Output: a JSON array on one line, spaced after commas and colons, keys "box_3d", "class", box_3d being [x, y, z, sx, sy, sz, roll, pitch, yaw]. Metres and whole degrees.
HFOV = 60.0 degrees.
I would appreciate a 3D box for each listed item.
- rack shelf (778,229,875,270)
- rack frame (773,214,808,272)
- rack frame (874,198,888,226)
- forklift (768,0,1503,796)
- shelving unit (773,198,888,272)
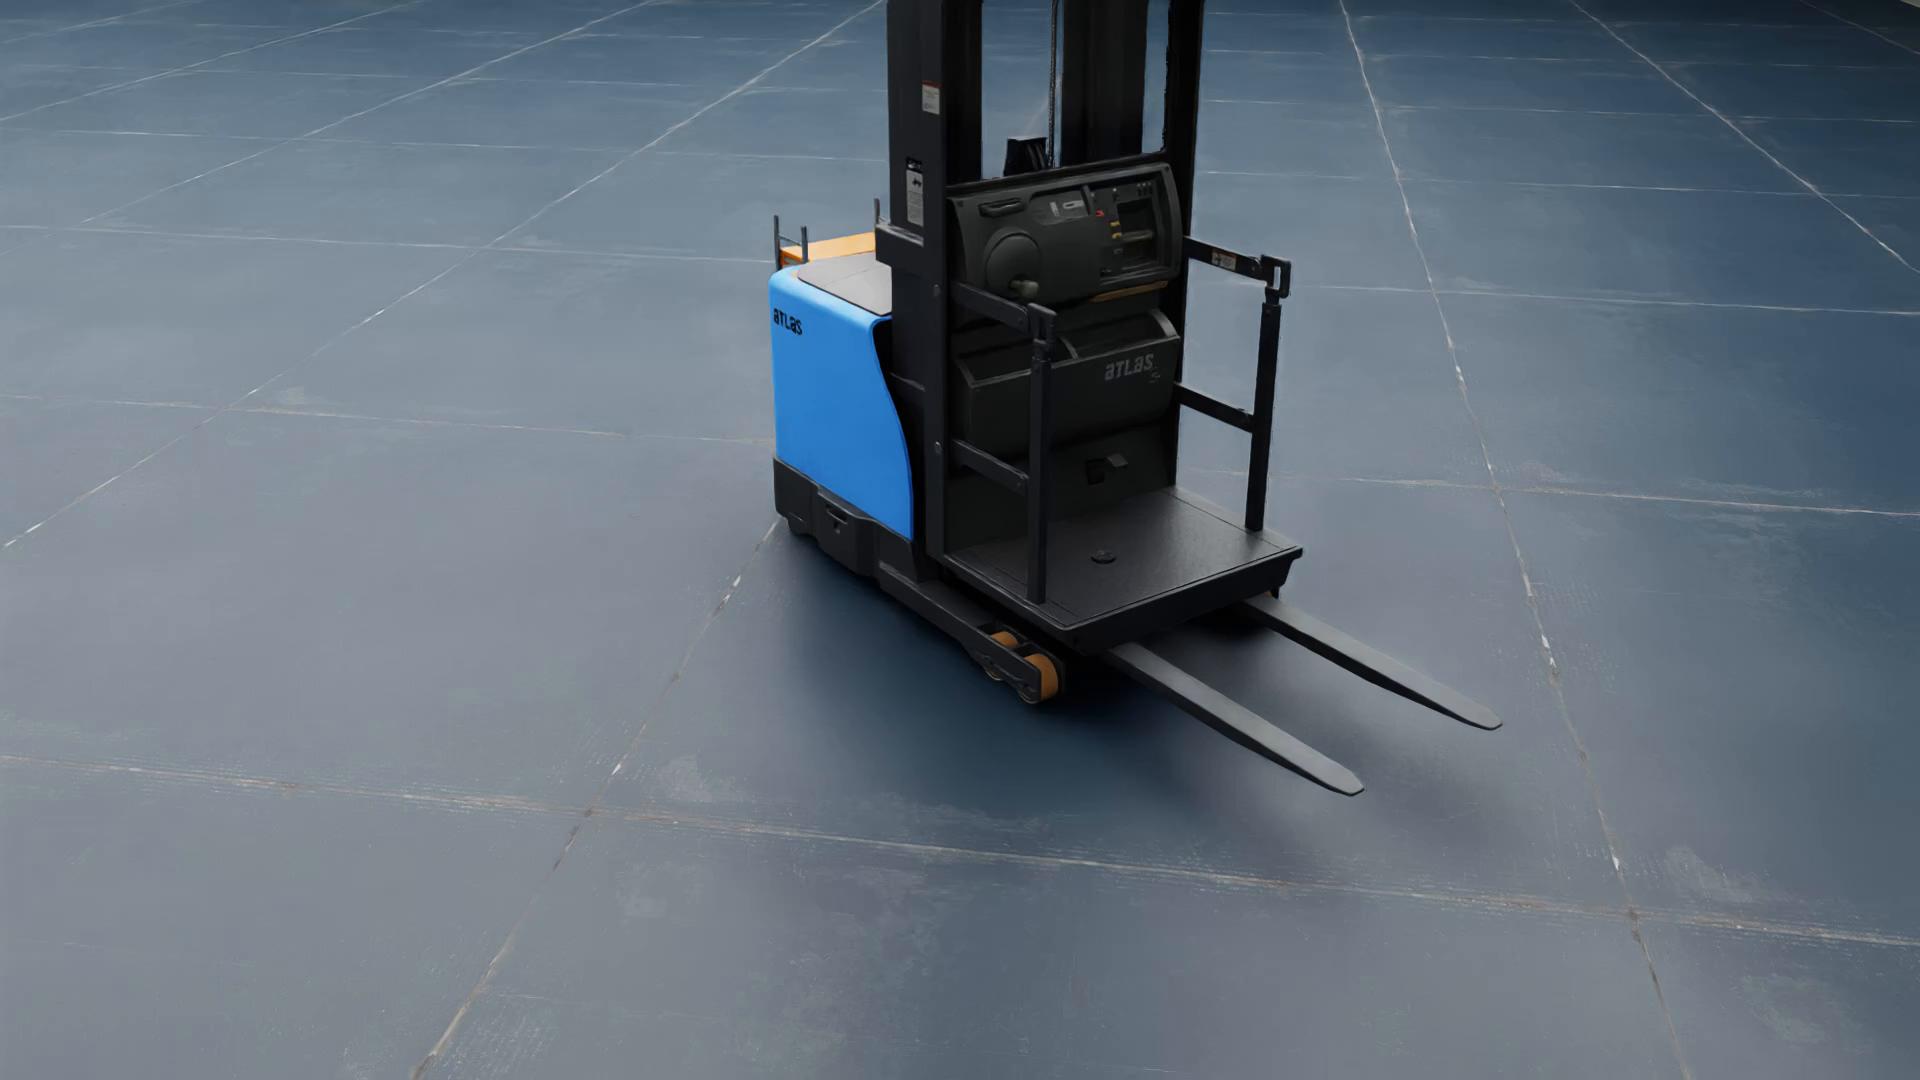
[{"box_3d": [-0.483, -1.150, 6.865, 0.480, 0.148, 0.258, -17, 30, -32], "class": "rack shelf"}, {"box_3d": [-0.681, -0.734, 6.902, 0.015, 1.200, 0.240, -17, 30, -32], "class": "rack frame"}, {"box_3d": [-0.285, -0.855, 7.161, 0.015, 1.200, 0.240, -17, 30, -32], "class": "rack frame"}, {"box_3d": [0.500, -1.011, 5.454, 1.130, 2.935, 3.031, -17, 30, -32], "class": "forklift"}, {"box_3d": [-0.483, -0.794, 7.031, 0.503, 1.200, 0.258, -17, 30, -32], "class": "shelving unit"}]
